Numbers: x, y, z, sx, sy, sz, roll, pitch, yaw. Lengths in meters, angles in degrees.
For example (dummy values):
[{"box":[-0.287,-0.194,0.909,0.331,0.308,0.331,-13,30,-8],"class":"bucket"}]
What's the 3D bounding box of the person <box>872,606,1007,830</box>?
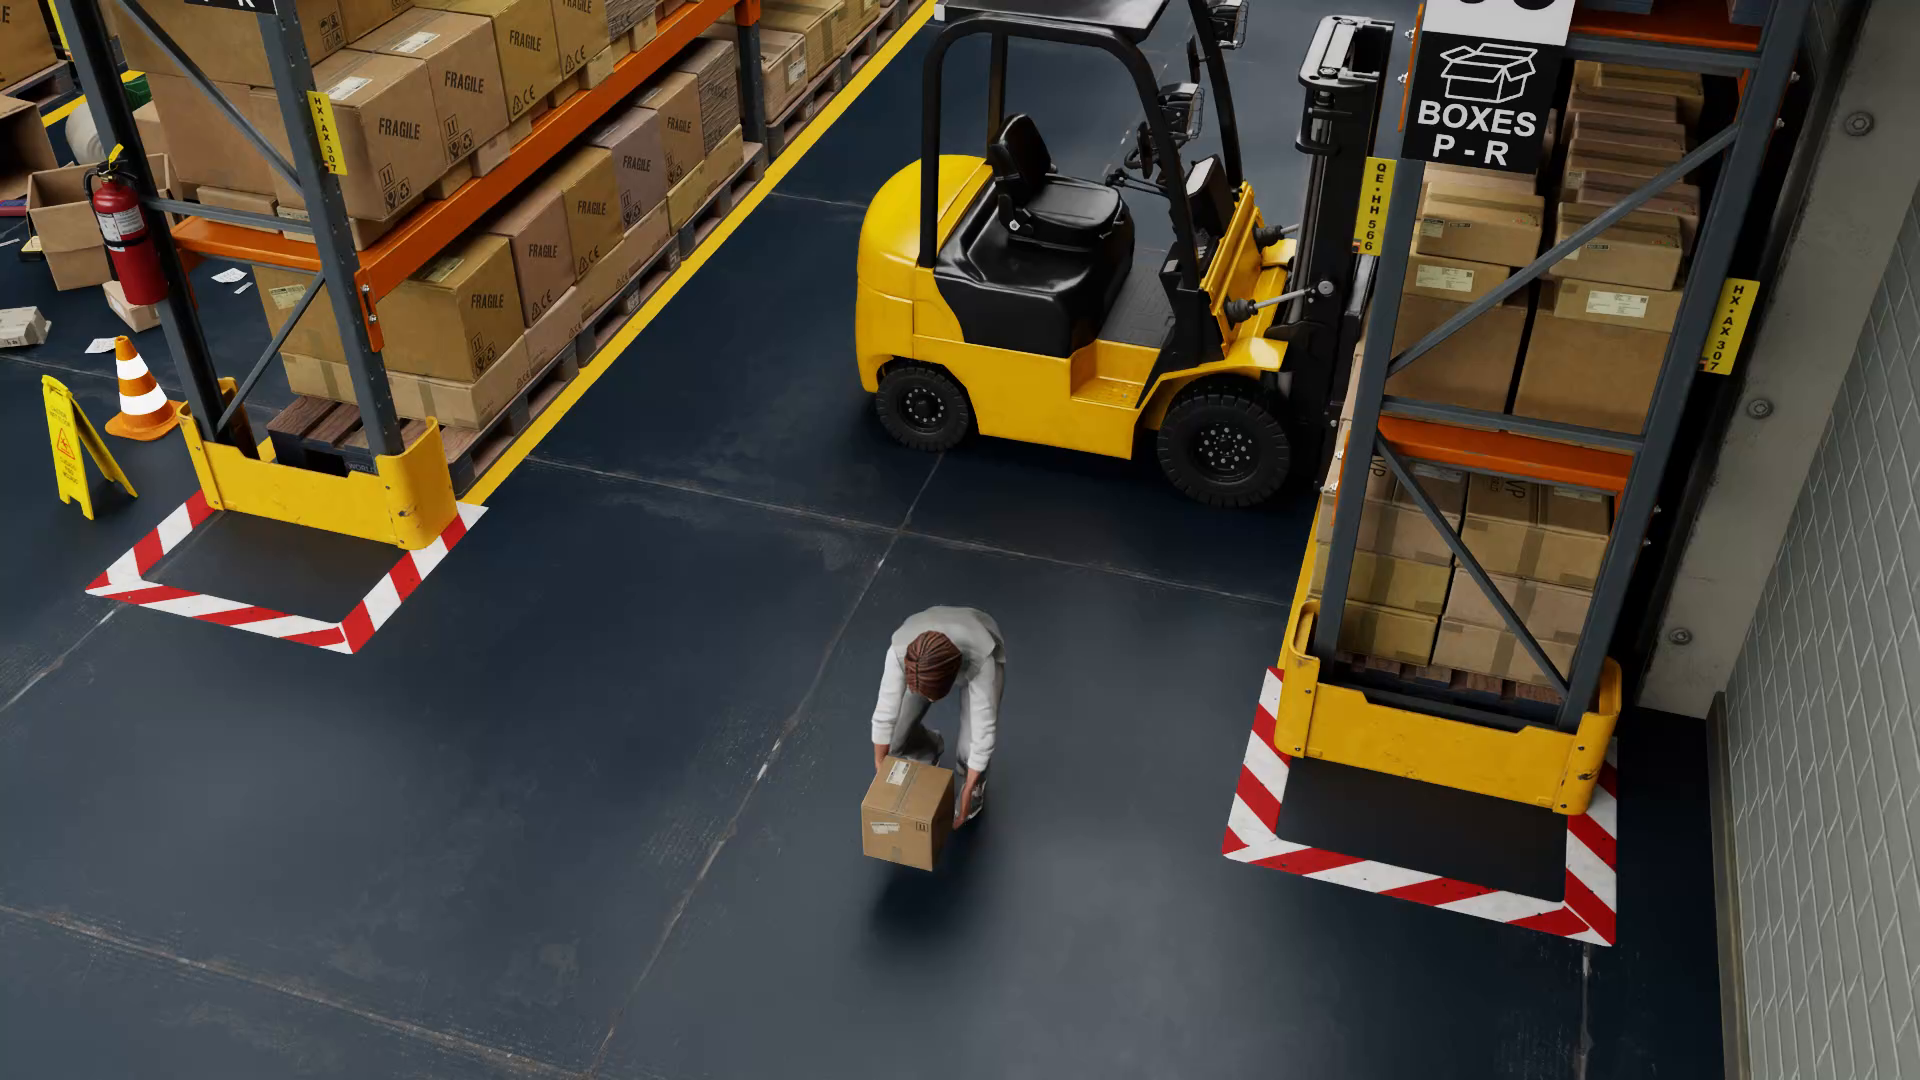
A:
[{"box":[-0.040,0.614,5.928,0.456,0.908,0.761,11,39,14],"class":"person"}]
